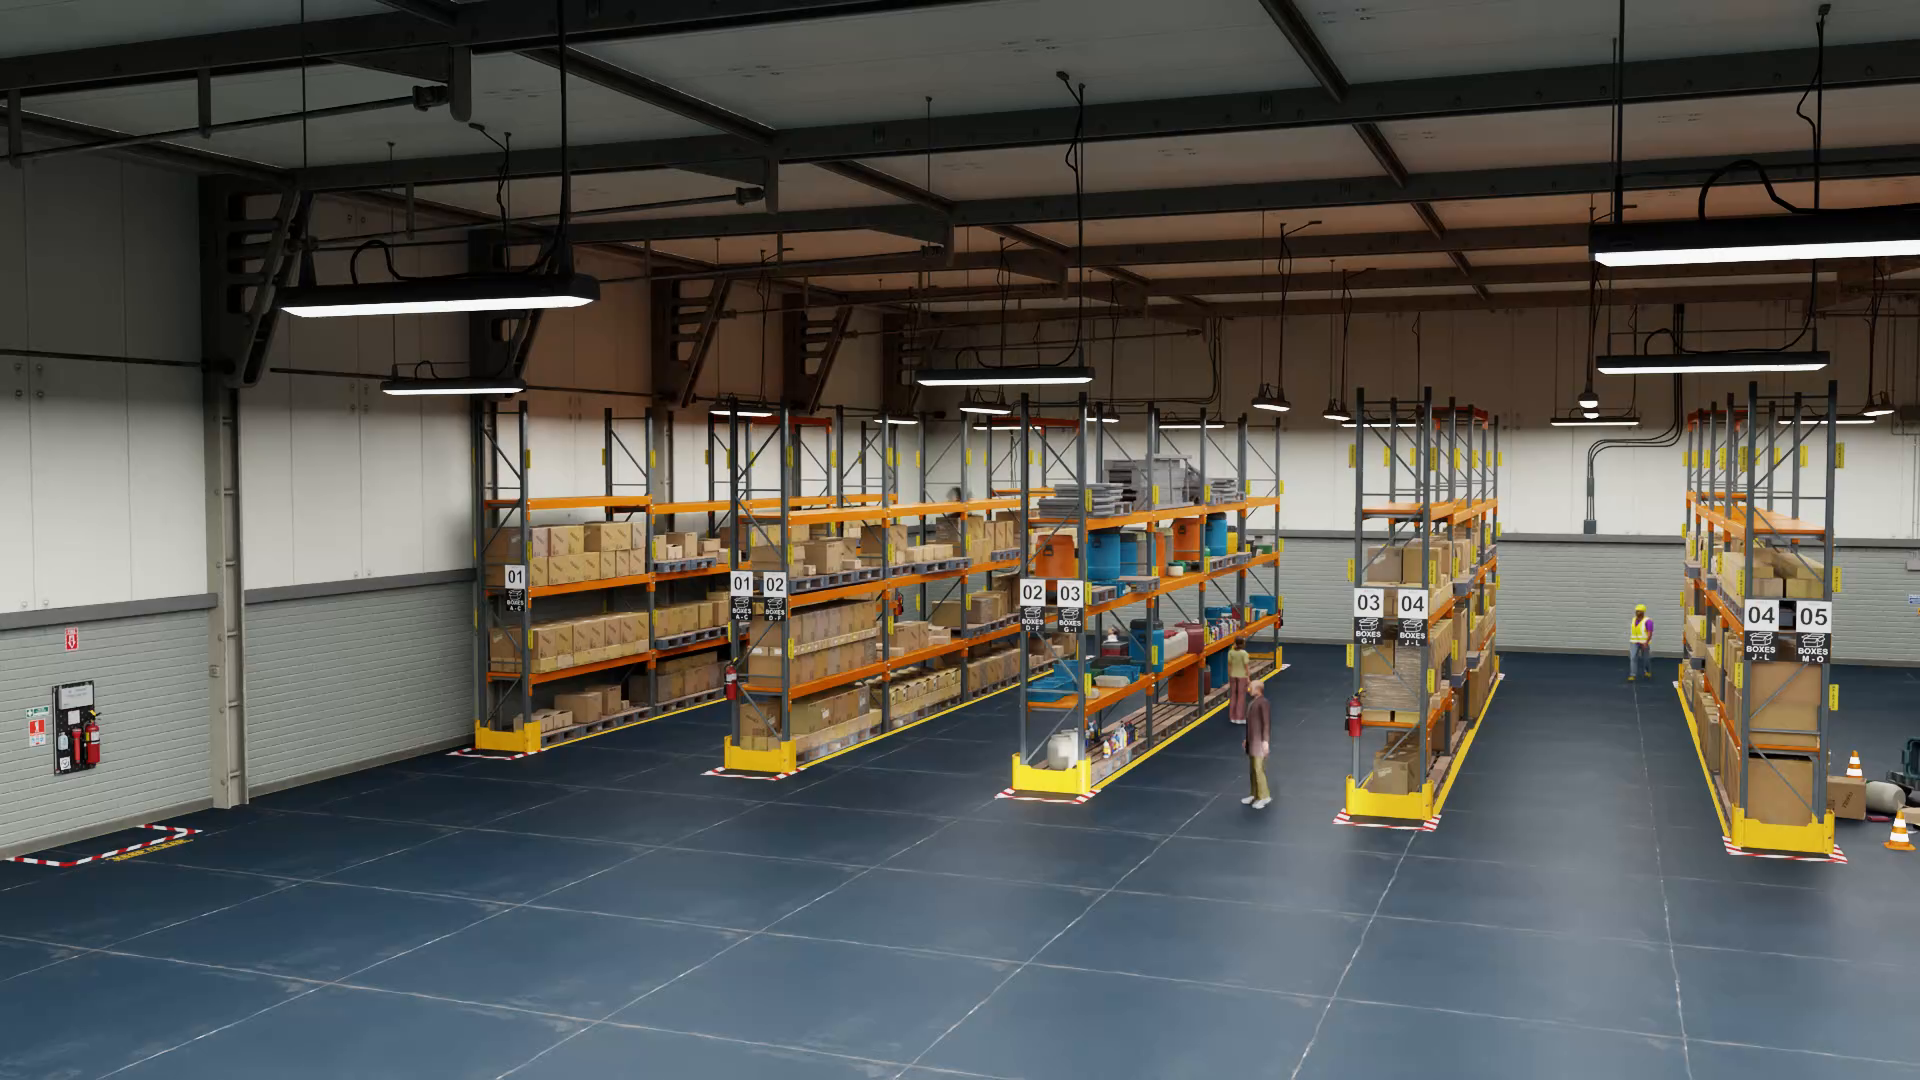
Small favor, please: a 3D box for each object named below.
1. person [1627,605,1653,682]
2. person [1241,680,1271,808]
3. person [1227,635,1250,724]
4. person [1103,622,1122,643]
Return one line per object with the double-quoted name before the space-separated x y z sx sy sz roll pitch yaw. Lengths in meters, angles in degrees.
"person" 15.329 2.323 37.472 0.561 1.725 1.081 2 3 34
"person" 4.273 2.951 24.126 0.404 1.833 0.645 0 3 -9
"person" 5.276 2.635 31.429 0.455 1.677 0.347 2 4 38
"person" 3.003 2.517 34.057 0.614 1.677 0.491 -1 3 -17
